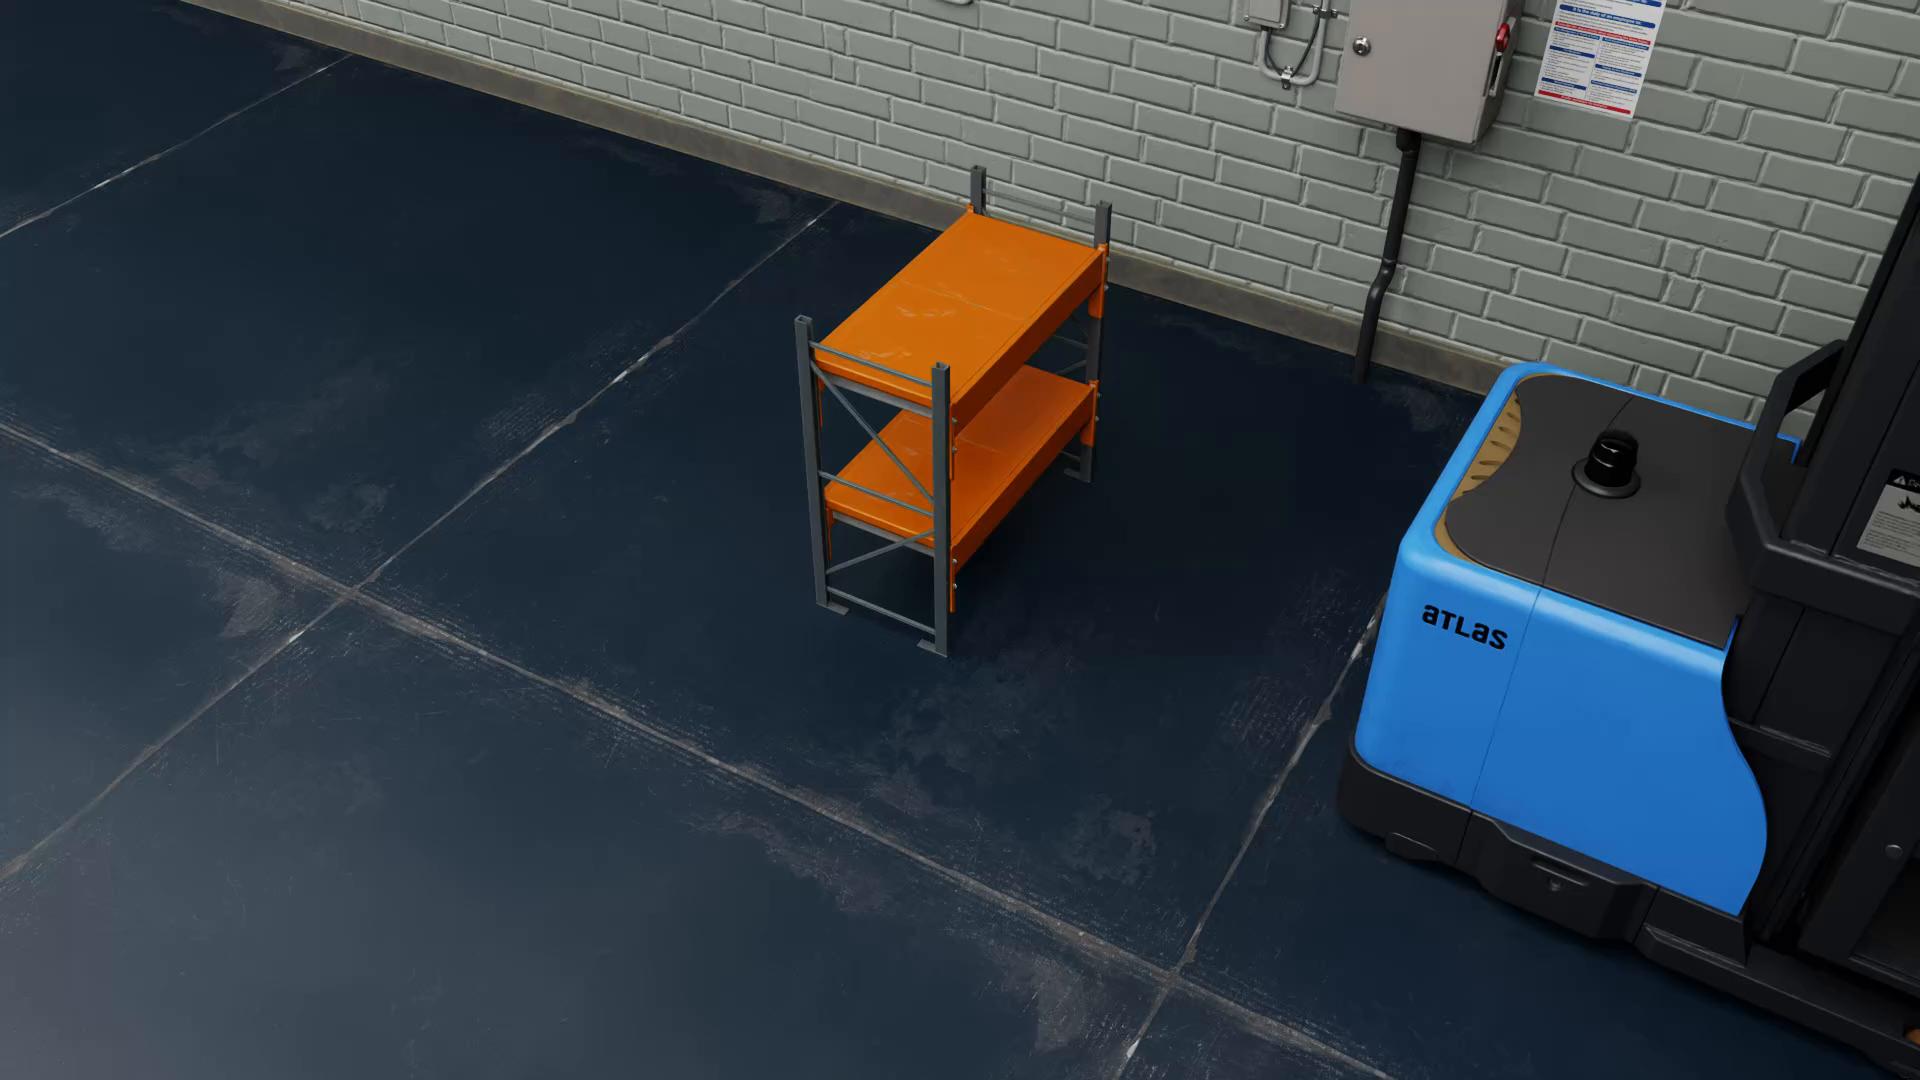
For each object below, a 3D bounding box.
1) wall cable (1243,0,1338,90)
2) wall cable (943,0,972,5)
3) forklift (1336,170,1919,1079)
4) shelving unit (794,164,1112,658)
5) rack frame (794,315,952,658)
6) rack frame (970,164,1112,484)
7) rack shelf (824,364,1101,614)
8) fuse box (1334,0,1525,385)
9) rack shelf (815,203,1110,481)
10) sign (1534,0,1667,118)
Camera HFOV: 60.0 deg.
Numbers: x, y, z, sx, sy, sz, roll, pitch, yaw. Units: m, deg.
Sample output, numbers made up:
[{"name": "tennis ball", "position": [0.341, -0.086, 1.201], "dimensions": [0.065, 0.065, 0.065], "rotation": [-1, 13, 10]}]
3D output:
[{"name": "wall cable", "position": [1.044, -2.414, 5.453], "dimensions": [0.588, 1.984, 0.122], "rotation": [21, 45, 22]}, {"name": "wall cable", "position": [-0.190, -2.889, 5.968], "dimensions": [0.585, 1.953, 0.123], "rotation": [21, 45, 22]}, {"name": "forklift", "position": [2.614, -0.052, 3.592], "dimensions": [3.031, 2.935, 1.130], "rotation": [21, 46, 23]}, {"name": "shelving unit", "position": [0.003, -0.426, 5.383], "dimensions": [0.538, 1.125, 1.048], "rotation": [21, 45, 22]}, {"name": "rack frame", "position": [-0.251, -0.135, 5.052], "dimensions": [0.500, 1.125, 0.032], "rotation": [21, 45, 22]}, {"name": "rack frame", "position": [0.258, -0.717, 5.713], "dimensions": [0.500, 1.125, 0.032], "rotation": [21, 45, 22]}, {"name": "rack shelf", "position": [0.003, -0.243, 5.544], "dimensions": [0.538, 0.278, 1.000], "rotation": [21, 45, 22]}, {"name": "fuse box", "position": [1.555, -1.234, 5.856], "dimensions": [0.539, 1.711, 0.414], "rotation": [21, 45, 22]}, {"name": "rack shelf", "position": [0.003, -0.646, 5.189], "dimensions": [0.538, 0.278, 1.000], "rotation": [21, 45, 22]}, {"name": "sign", "position": [2.087, -1.637, 5.411], "dimensions": [0.329, 0.494, 0.001], "rotation": [21, 45, 22]}]
